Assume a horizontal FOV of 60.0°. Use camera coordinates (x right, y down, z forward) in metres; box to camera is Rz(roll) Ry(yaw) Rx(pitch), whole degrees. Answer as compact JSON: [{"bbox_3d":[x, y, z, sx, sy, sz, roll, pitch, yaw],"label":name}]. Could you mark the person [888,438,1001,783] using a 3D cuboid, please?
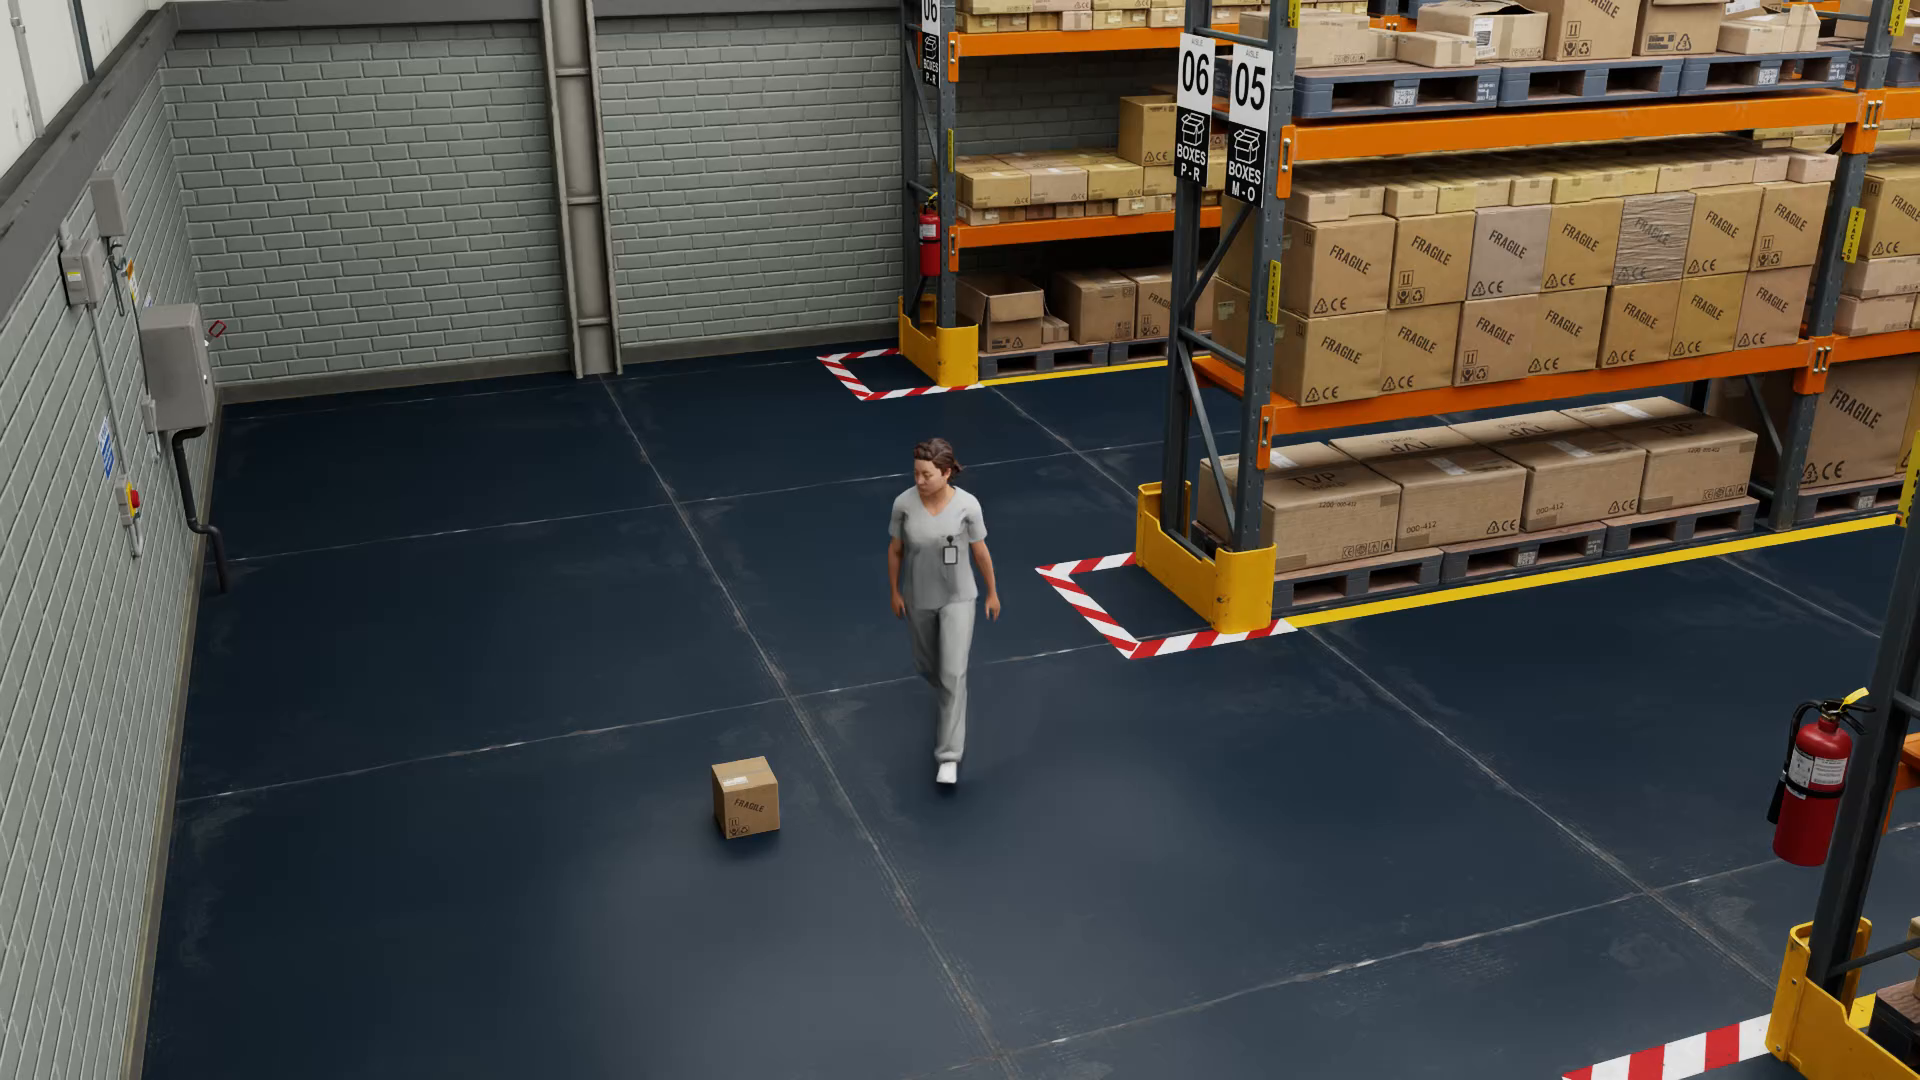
[{"bbox_3d":[-0.079,0.263,7.991,0.534,1.631,0.991,3,23,8],"label":"person"}]
